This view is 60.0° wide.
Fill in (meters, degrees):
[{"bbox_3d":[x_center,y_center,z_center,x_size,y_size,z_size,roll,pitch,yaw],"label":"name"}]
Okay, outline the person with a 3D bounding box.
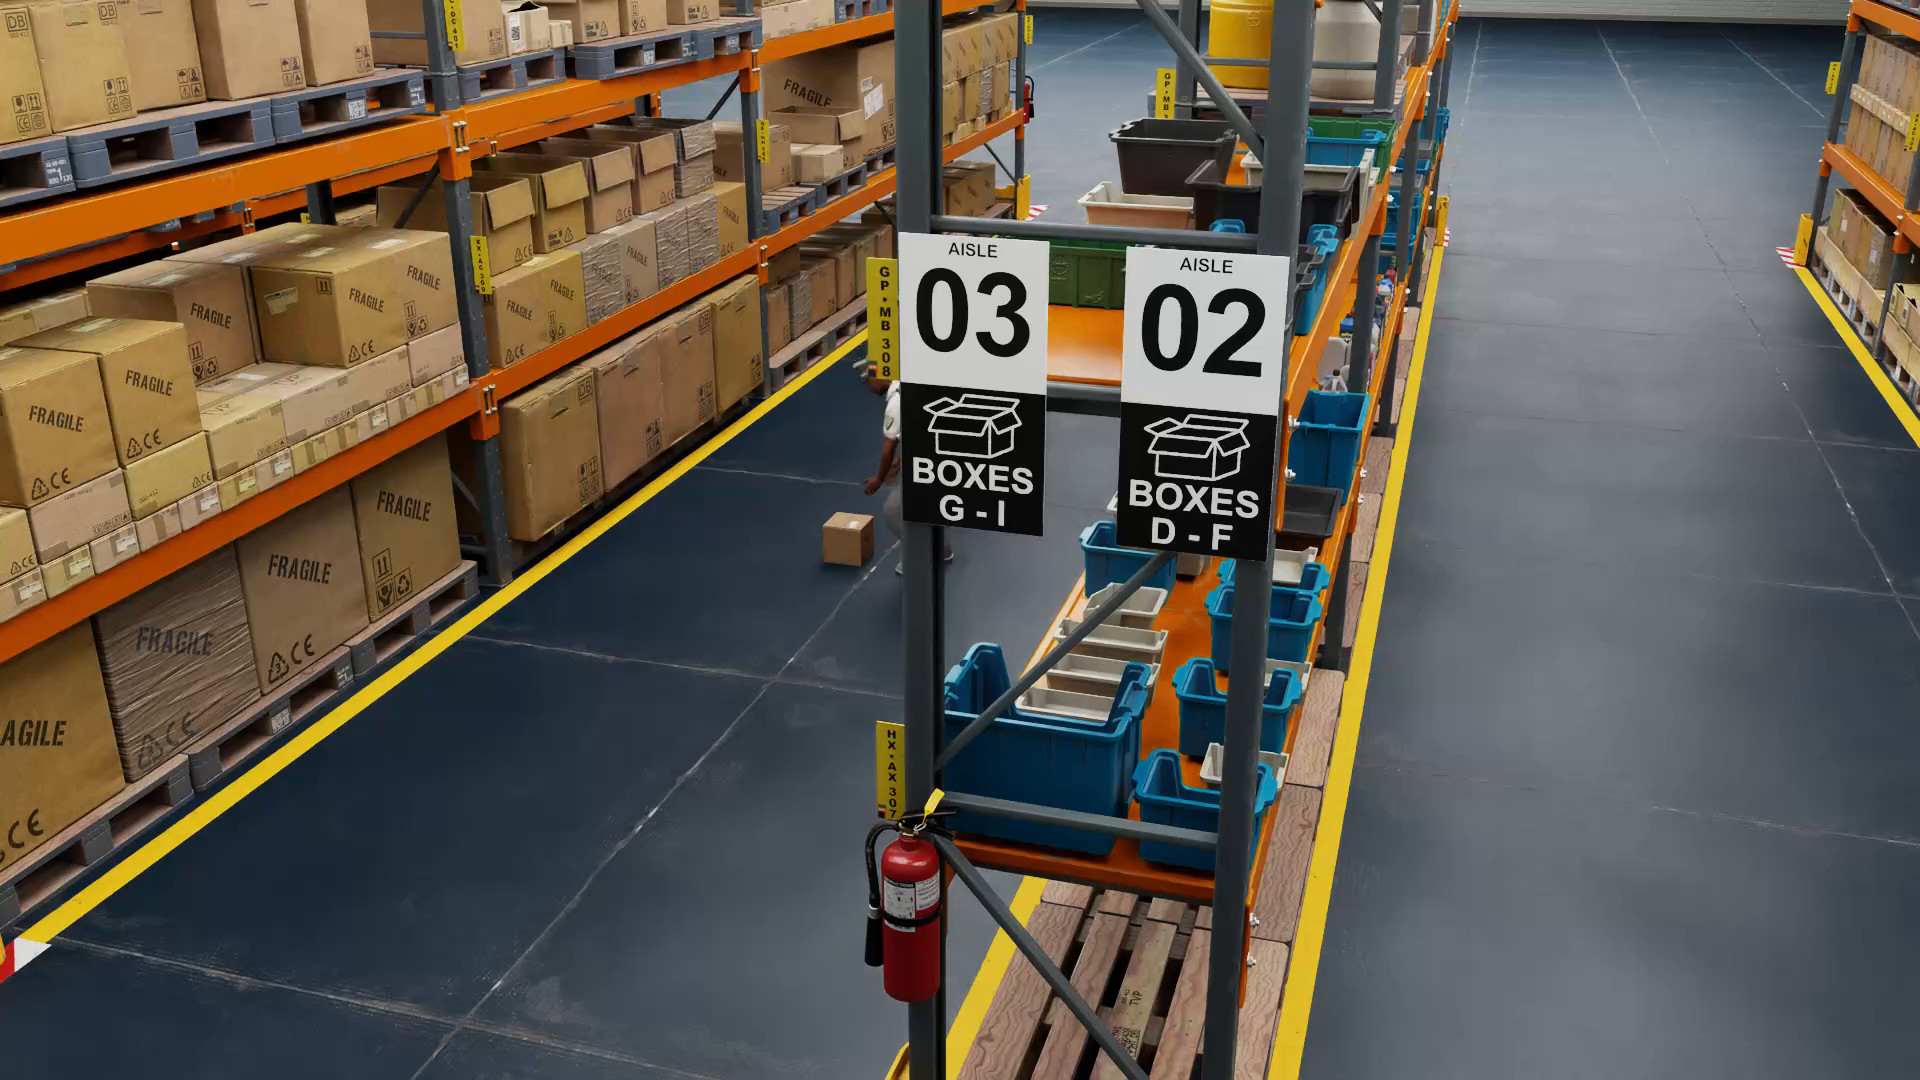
[{"bbox_3d":[-0.295,-0.465,10.115,0.708,1.387,0.496,7,23,16],"label":"person"}]
